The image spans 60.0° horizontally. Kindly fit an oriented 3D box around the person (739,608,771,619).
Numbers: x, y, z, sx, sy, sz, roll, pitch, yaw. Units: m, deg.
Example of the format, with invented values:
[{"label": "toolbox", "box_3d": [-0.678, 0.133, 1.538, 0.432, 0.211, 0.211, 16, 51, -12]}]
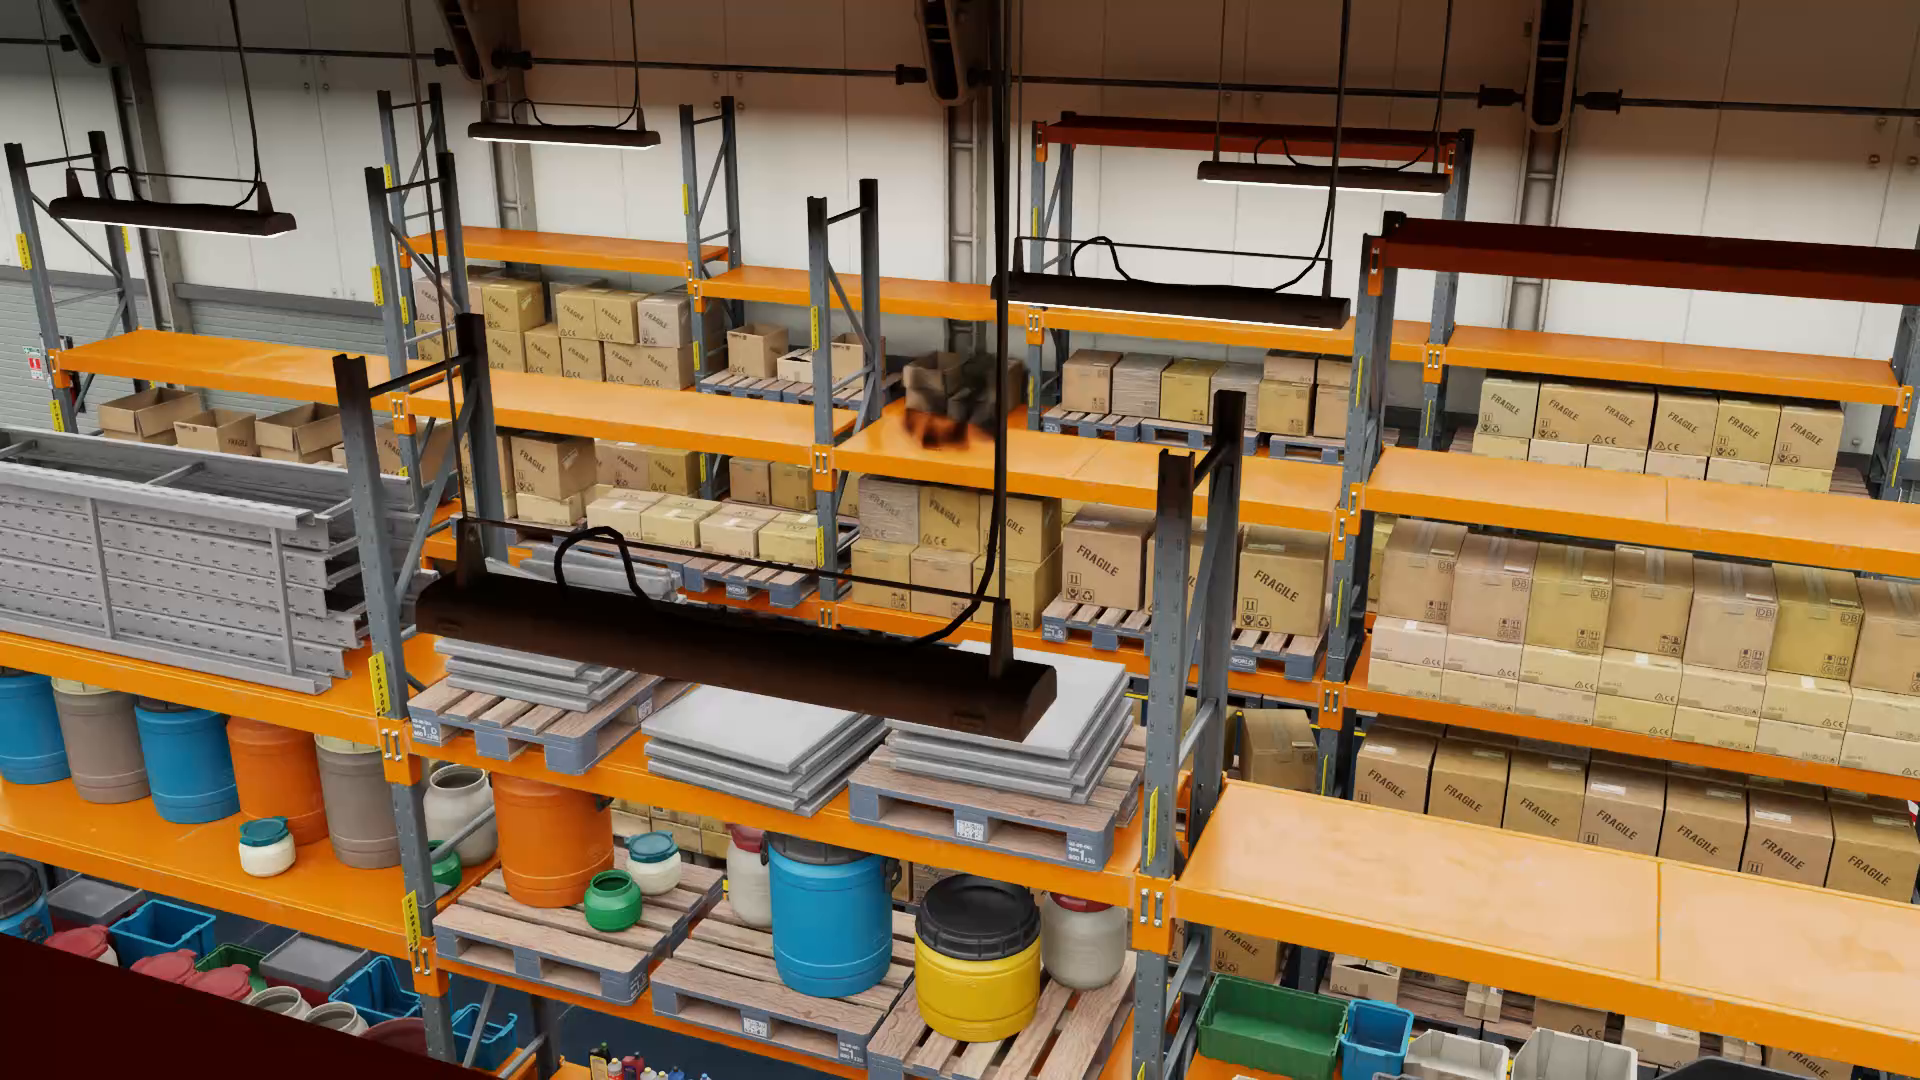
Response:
[{"label": "person", "box_3d": [-2.099, 1.130, 16.990, 0.744, 1.798, 0.732, 6, 22, 16]}]
